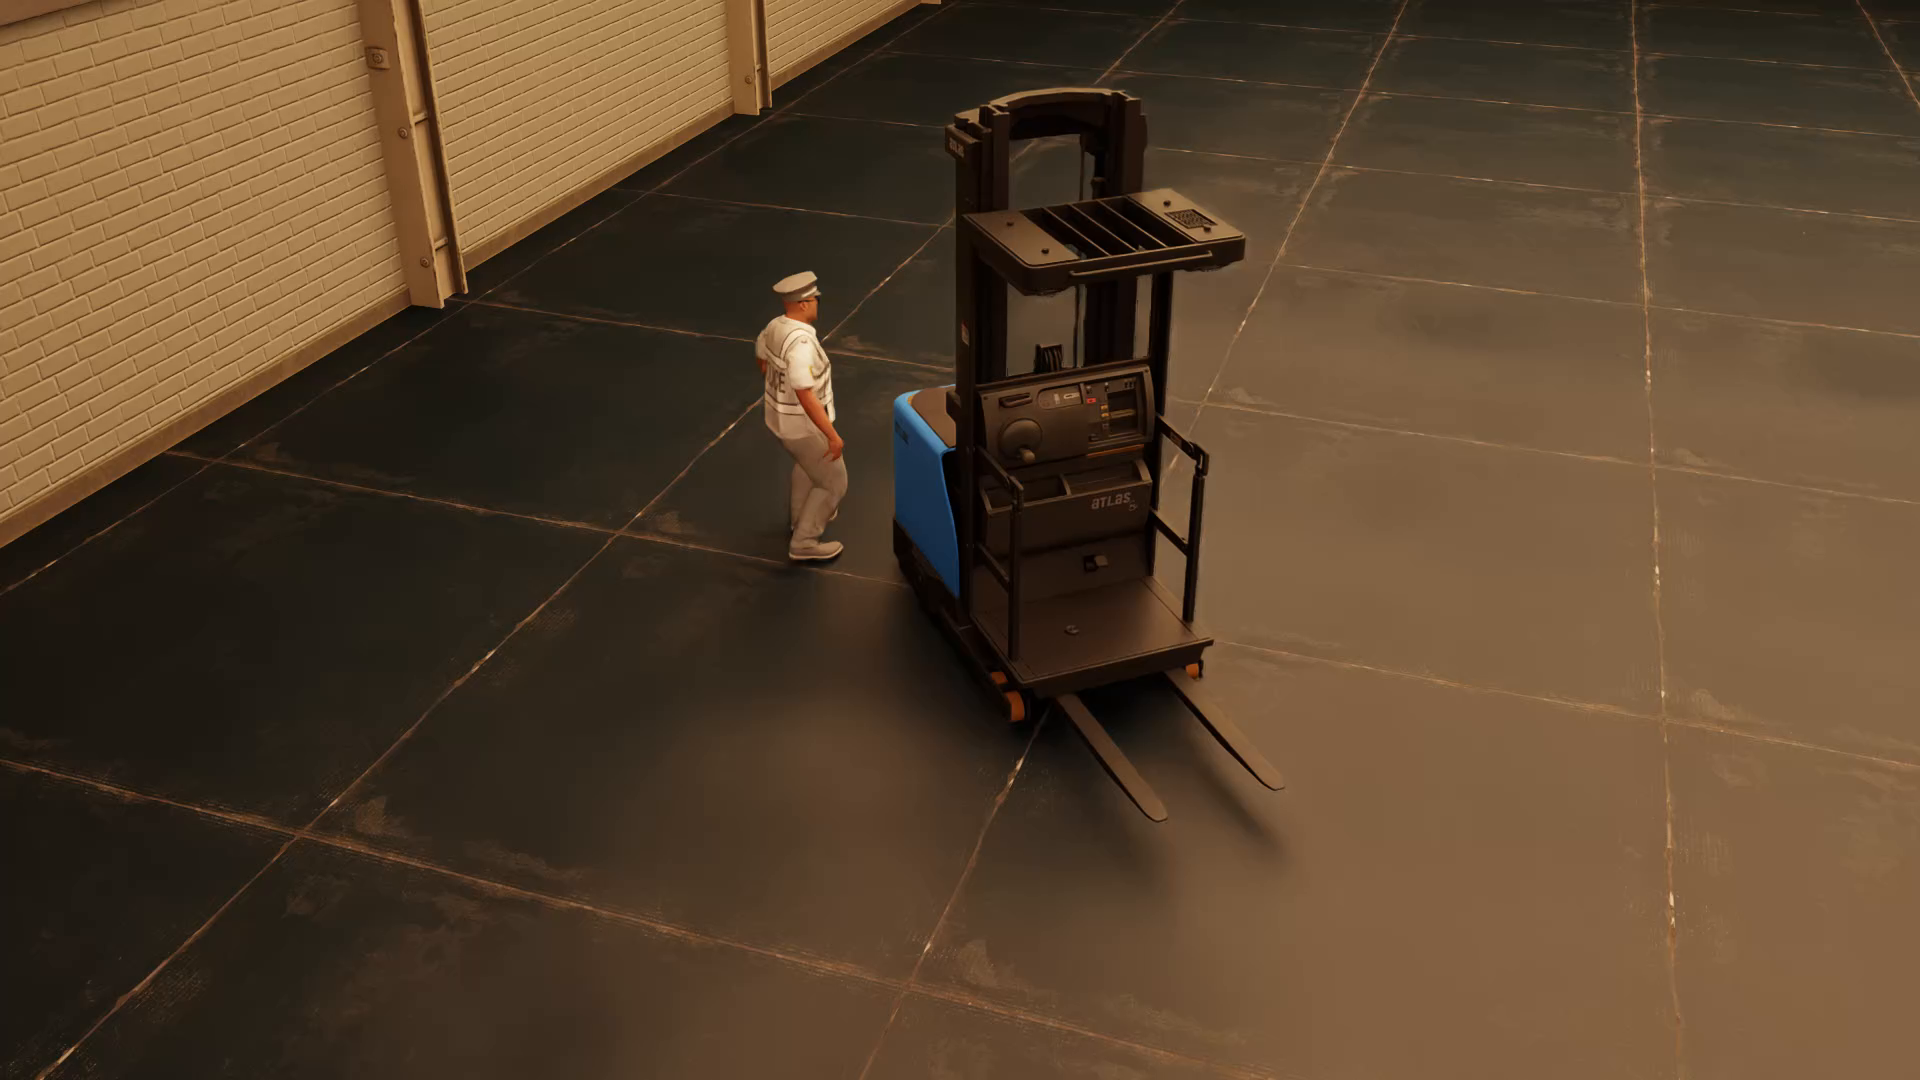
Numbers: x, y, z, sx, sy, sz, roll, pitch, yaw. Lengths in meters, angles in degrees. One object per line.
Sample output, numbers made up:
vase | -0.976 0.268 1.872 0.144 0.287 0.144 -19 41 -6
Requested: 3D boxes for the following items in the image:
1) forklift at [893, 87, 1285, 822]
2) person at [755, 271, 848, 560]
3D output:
forklift | 0.625 -0.577 8.149 1.130 2.935 3.031 -11 32 -19
person | -0.866 -0.717 9.620 0.499 1.715 0.839 -14 33 -23
